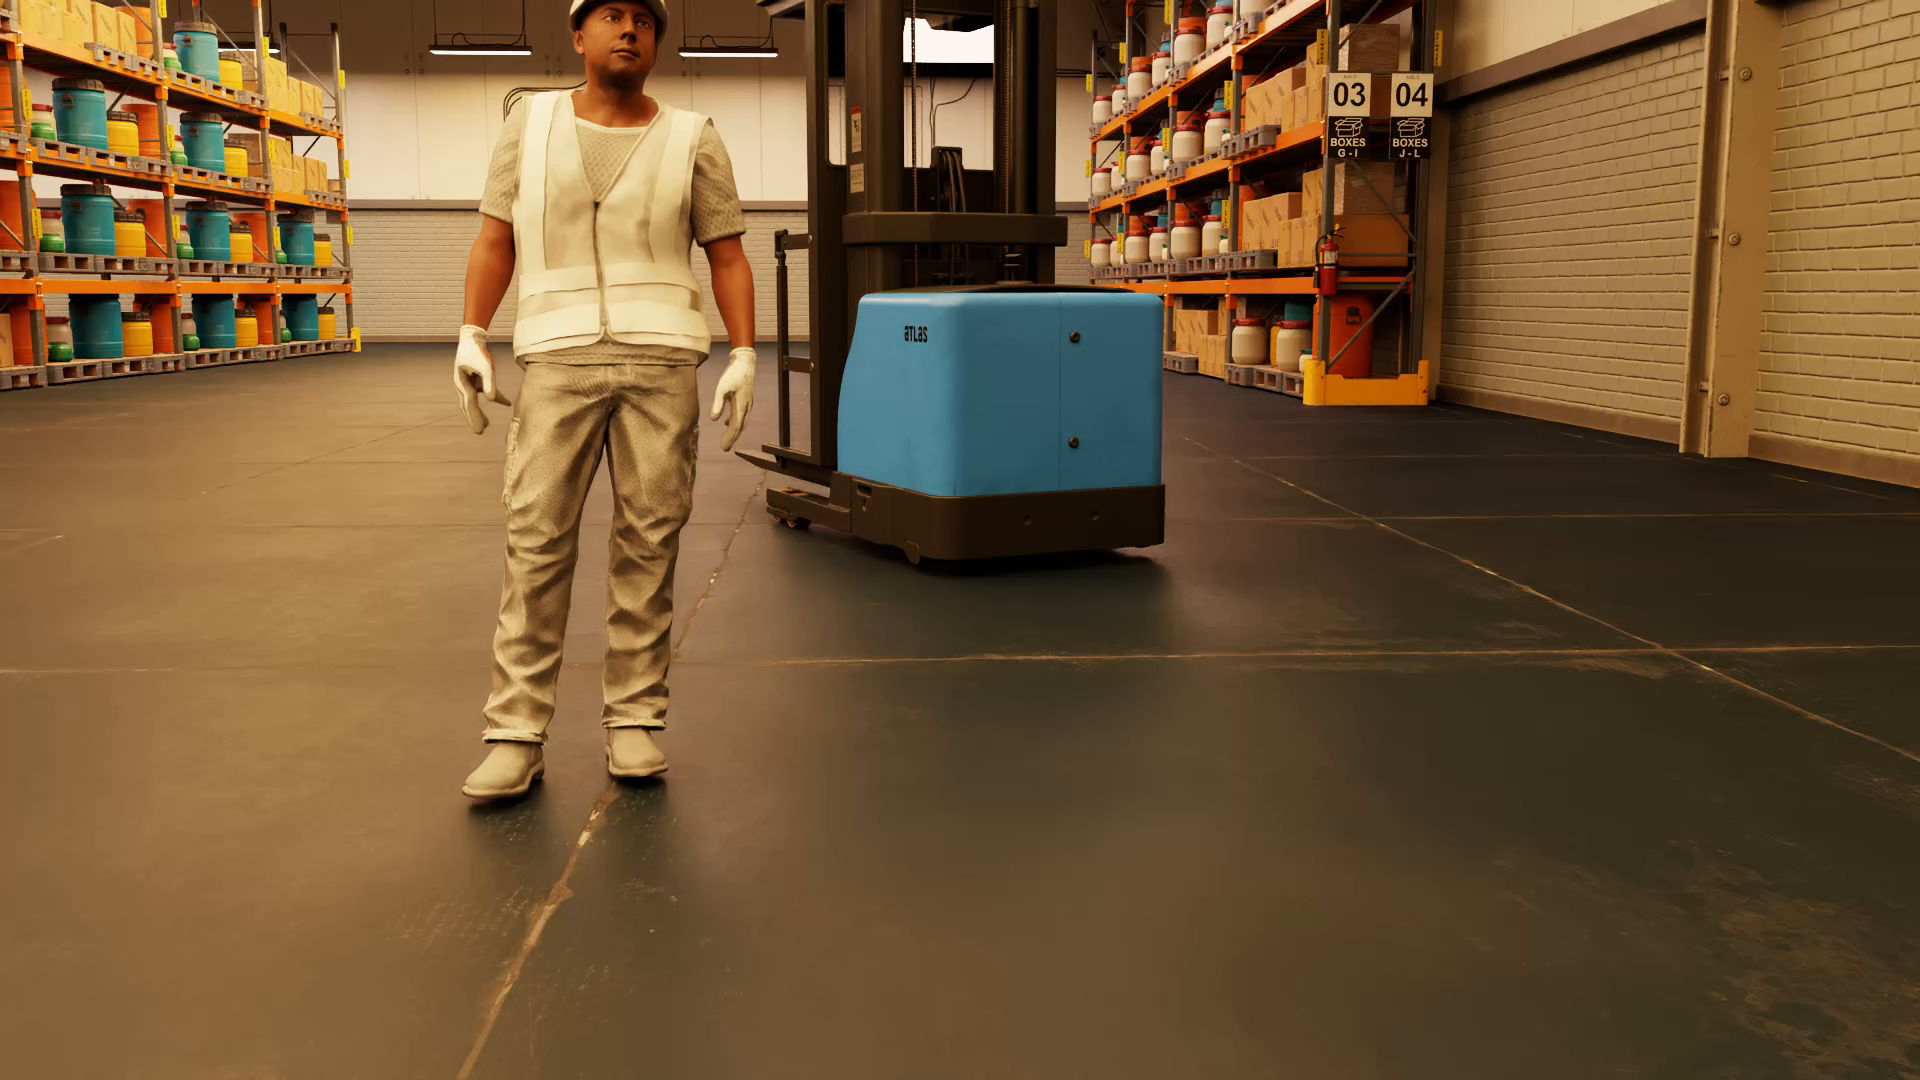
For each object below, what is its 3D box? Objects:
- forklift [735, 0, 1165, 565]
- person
[{"bbox_3d":[-0.264,-1.530,7.637,1.130,2.935,3.031,-4,9,-25],"label":"forklift"},{"bbox_3d":[-0.774,-0.365,3.647,0.657,1.784,0.576,-1,9,-9],"label":"person"}]
